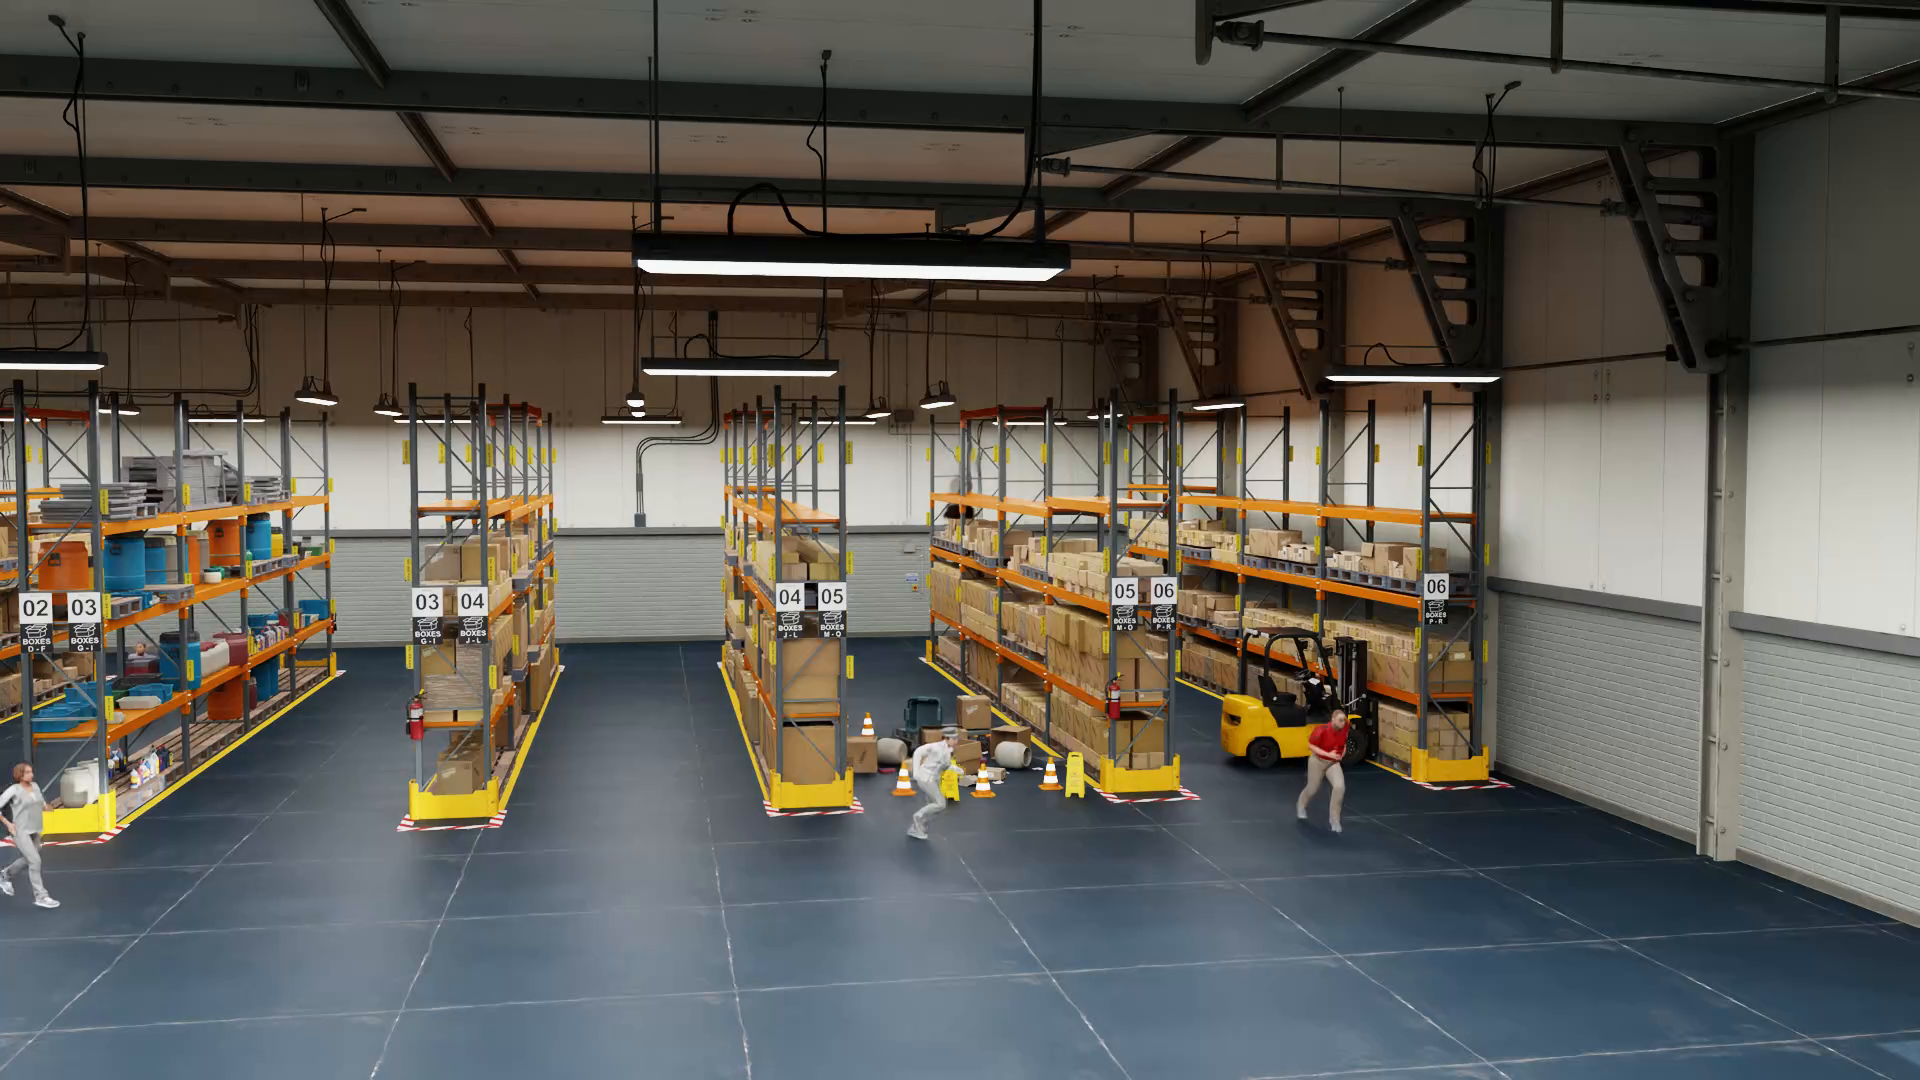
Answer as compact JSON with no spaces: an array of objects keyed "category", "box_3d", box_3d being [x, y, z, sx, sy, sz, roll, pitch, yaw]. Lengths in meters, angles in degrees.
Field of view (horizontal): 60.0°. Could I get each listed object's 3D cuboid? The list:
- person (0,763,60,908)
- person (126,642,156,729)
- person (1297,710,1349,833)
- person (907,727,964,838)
[{"category":"person","box_3d":[-10.363,3.252,18.423,0.890,1.581,0.541,1,3,13]},{"category":"person","box_3d":[-15.113,2.670,30.744,0.639,1.611,0.665,0,3,-6]},{"category":"person","box_3d":[4.894,3.080,22.458,0.707,1.697,1.007,-1,3,-23]},{"category":"person","box_3d":[-0.348,3.162,21.587,0.821,1.498,0.645,2,3,28]}]
